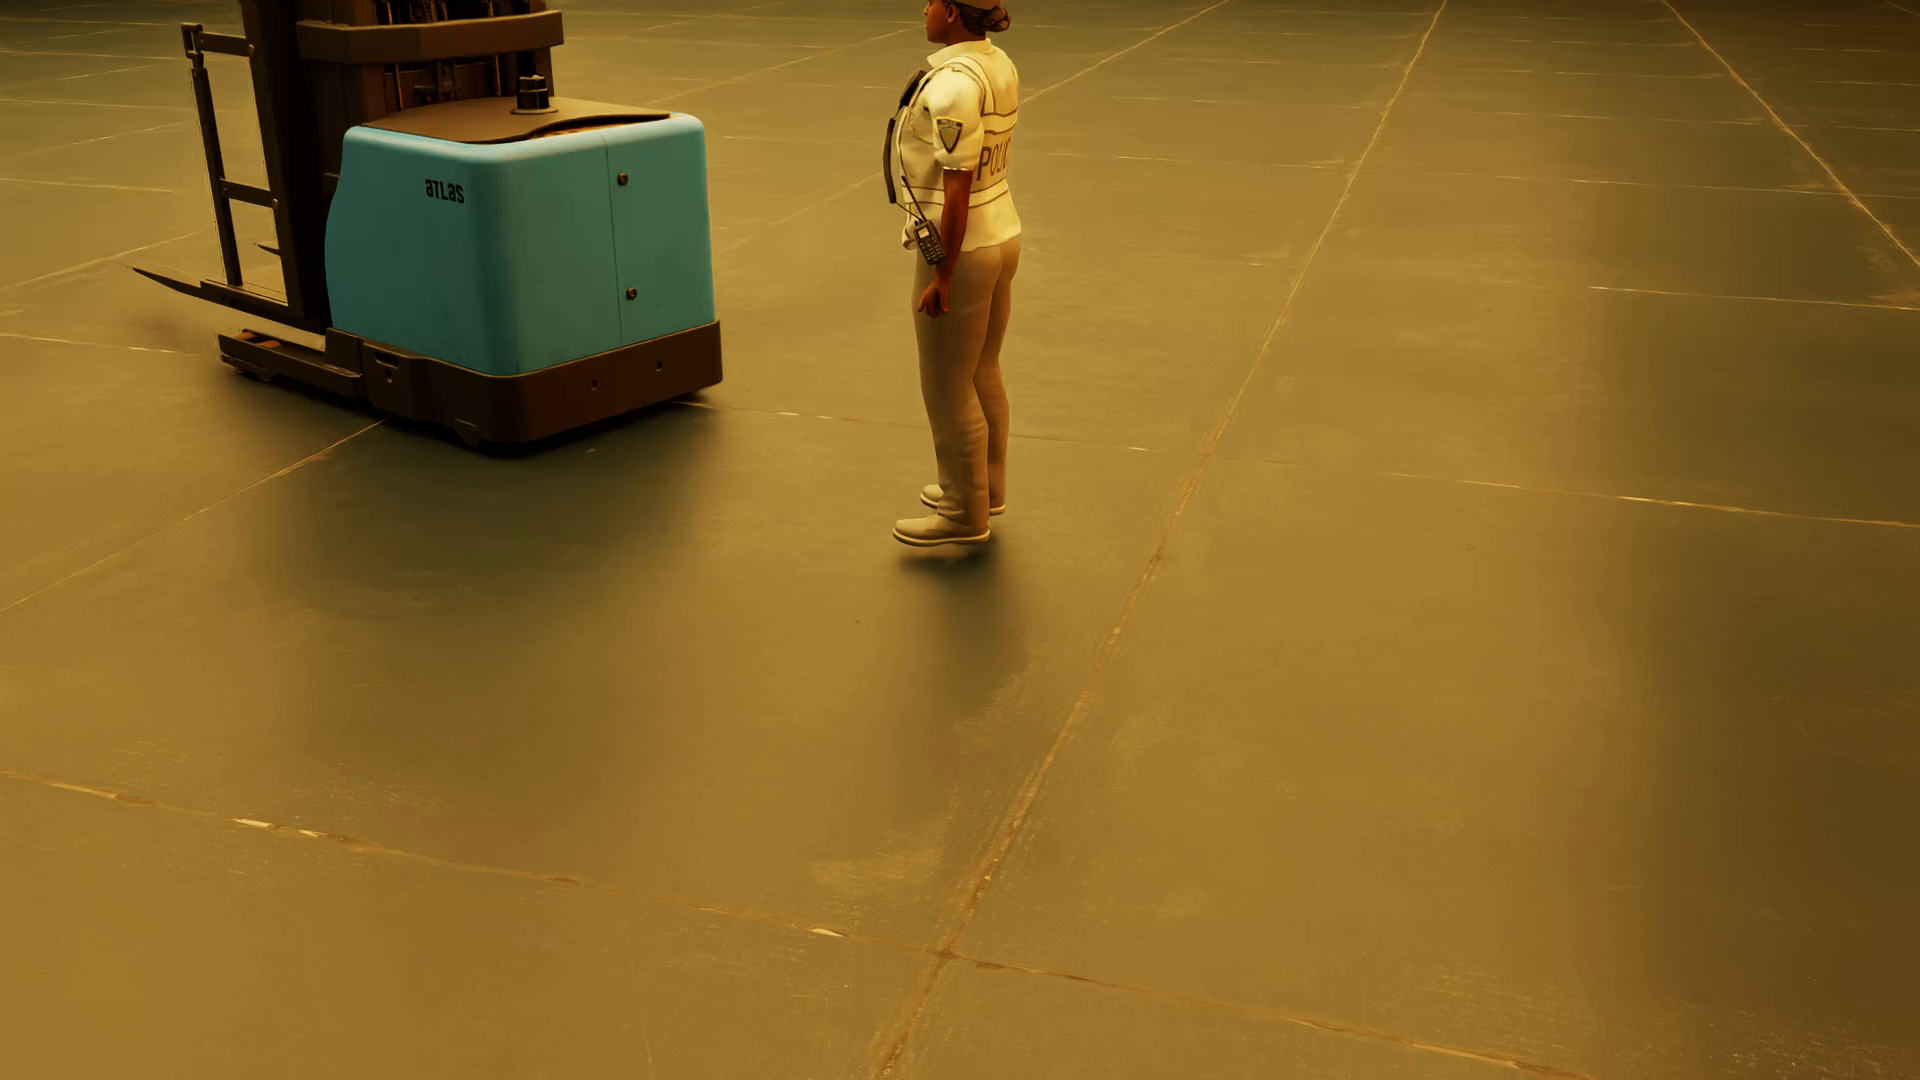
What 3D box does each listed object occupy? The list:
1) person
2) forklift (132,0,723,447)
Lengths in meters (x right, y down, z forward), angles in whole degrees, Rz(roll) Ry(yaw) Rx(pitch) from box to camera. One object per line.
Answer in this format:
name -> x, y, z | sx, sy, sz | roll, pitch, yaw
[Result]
person -> -0.008, -0.820, 4.790 | 0.349, 1.694, 0.451 | 7, 23, 16
forklift -> -2.377, -2.124, 6.424 | 3.031, 2.935, 1.130 | 17, 28, 36
